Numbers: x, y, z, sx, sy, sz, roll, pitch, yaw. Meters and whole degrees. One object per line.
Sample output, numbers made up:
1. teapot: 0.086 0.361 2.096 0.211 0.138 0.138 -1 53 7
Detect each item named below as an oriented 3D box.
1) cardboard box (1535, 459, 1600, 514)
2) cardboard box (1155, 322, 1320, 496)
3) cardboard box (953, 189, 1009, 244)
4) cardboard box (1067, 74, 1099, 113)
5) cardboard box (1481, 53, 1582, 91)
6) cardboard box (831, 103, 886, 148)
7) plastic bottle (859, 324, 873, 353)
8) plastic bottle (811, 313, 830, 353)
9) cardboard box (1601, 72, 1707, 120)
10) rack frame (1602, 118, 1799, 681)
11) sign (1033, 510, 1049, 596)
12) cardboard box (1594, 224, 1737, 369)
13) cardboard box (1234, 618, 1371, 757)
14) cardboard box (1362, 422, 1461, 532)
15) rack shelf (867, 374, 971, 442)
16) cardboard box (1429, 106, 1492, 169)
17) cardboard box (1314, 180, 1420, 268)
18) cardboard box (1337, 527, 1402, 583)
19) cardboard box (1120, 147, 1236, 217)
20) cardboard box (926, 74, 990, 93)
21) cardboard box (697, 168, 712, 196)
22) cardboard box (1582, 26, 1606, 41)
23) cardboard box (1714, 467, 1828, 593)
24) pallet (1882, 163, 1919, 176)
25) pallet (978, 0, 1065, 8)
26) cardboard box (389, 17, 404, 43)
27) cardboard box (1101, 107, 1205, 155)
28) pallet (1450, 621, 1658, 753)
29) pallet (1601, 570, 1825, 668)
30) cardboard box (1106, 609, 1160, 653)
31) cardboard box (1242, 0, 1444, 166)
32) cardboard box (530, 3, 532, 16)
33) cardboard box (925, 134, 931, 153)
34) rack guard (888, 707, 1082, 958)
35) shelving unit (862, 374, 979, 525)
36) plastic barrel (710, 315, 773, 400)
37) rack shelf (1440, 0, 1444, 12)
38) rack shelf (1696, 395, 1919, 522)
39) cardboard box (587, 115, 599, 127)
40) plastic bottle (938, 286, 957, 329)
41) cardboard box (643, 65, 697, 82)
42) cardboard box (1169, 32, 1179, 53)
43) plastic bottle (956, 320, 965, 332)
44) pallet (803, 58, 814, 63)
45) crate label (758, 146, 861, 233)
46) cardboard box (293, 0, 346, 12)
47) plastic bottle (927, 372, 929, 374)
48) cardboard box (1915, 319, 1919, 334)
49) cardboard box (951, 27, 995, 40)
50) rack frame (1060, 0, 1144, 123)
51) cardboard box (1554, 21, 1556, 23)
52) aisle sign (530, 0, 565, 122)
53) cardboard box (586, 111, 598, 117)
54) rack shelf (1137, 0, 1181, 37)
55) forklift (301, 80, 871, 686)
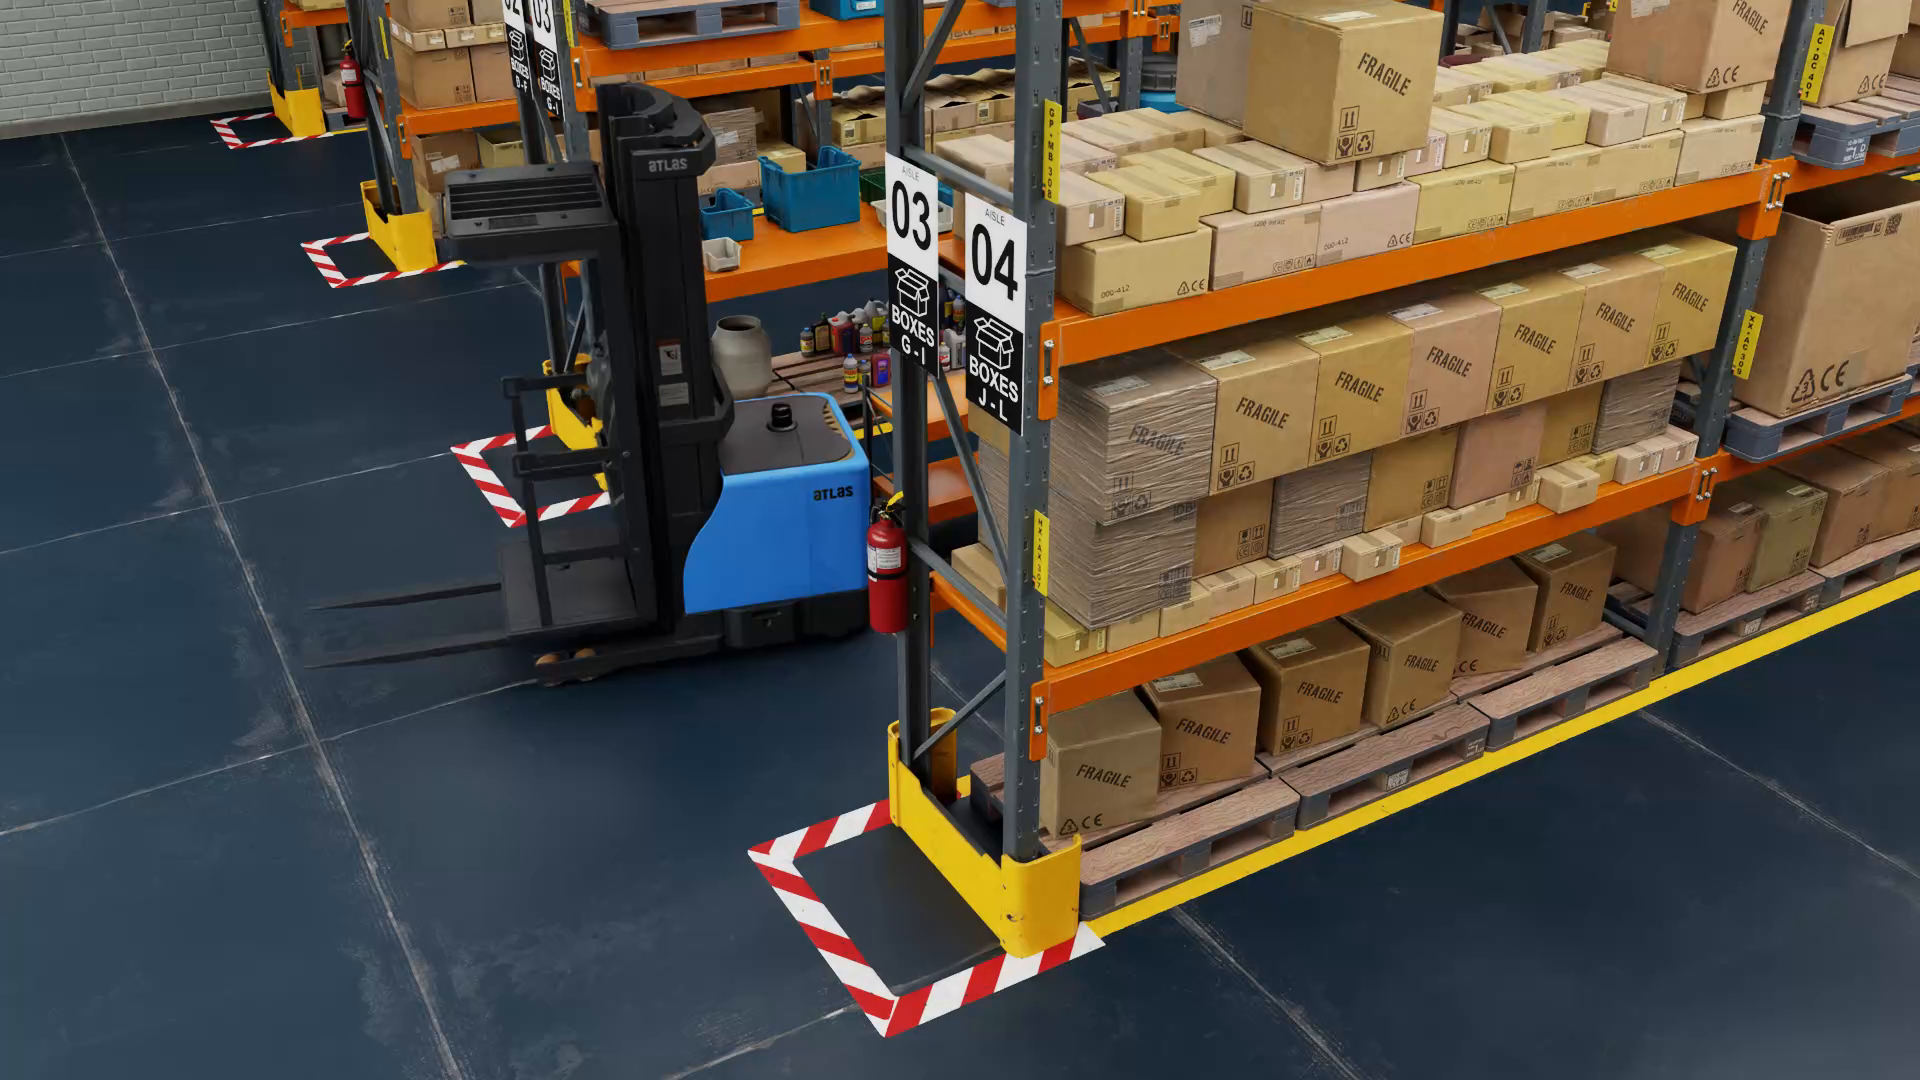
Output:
1. cardboard box: 2.810 -0.291 7.933 0.250 0.149 0.380 -16 33 -26
2. cardboard box: 1.070 -0.551 6.697 0.500 0.500 0.500 -16 33 -26
3. cardboard box: 0.310 -1.270 6.497 0.500 0.250 0.500 -15 32 -25
4. cardboard box: 1.133 -4.749 17.582 0.500 0.311 0.500 -16 33 -27
5. cardboard box: 2.595 -2.097 7.584 0.250 0.149 0.380 -16 33 -26
6. cardboard box: -1.061 -4.128 16.456 0.500 0.311 0.500 -16 33 -26
7. plastic bottle: -0.695 -1.498 12.301 0.097 0.201 0.097 0 29 0
8. plastic bottle: -1.033 -1.533 12.280 0.133 0.283 0.061 -15 32 -25
9. cardboard box: 3.061 -1.972 7.357 0.250 0.149 0.380 -15 32 -26
10. rack frame: 3.472 -0.777 8.554 0.127 3.000 1.000 -16 33 -26
11. sign: 0.298 0.049 6.161 0.005 0.325 0.100 -16 33 -26
12. cardboard box: 3.223 -1.164 7.809 0.500 0.500 0.500 -16 33 -26
13. cardboard box: 1.617 0.660 8.101 0.500 0.500 0.500 -13 31 -22
14. cardboard box: 1.771 -0.490 7.622 0.500 0.500 0.875 -16 33 -26
15. rack shelf: 0.006 -0.750 9.840 1.000 0.278 0.538 -16 33 -26
16. cardboard box: 1.927 -1.646 6.766 0.250 0.149 0.380 -17 33 -28
17. cardboard box: 1.440 -1.305 6.560 0.500 0.250 0.500 -16 33 -27
18. cardboard box: 1.732 0.015 7.379 0.250 0.149 0.380 -16 33 -26
19. cardboard box: 0.805 -1.328 6.190 0.250 0.149 0.380 -16 33 -27
20. cardboard box: -0.028 -4.722 17.532 0.500 0.311 0.500 -16 33 -27
21. cardboard box: -2.693 -3.434 15.779 0.500 0.250 0.500 -16 33 -26
22. cardboard box: 8.064 -6.497 21.396 0.250 0.166 0.380 -16 33 -26
23. cardboard box: 4.433 -0.126 9.505 0.500 0.500 0.700 -16 33 -27
24. pallet: 9.527 -4.075 17.415 1.213 0.211 1.003 -16 33 -26
25. pallet: 0.390 -3.854 11.220 1.003 0.211 1.213 -16 33 -26
26. cardboard box: -4.760 -4.427 14.392 0.250 0.149 0.380 -16 33 -27
27. cardboard box: 0.773 -1.617 6.714 0.250 0.149 0.380 -16 33 -26
28. pallet: 2.911 0.623 8.903 1.213 0.211 1.003 -16 33 -26
29. pallet: 4.142 0.252 9.574 1.213 0.211 1.003 -16 33 -26
30. cardboard box: 0.615 0.288 6.883 0.250 0.149 0.380 -16 33 -26
31. cardboard box: 1.440 -1.755 6.293 0.500 0.500 0.500 -16 33 -27
32. cardboard box: -3.653 -4.914 14.604 0.500 0.500 0.700 -16 33 -26
33. cardboard box: -0.629 -4.005 16.814 0.500 0.250 0.500 -15 32 -25
34. rack guard: 0.089 1.278 7.418 0.348 0.500 1.175 -16 33 -26
35. shelving unit: 0.006 -0.494 9.981 1.048 1.125 0.538 -16 33 -26
36. plastic barrel: -1.525 -1.272 11.590 0.421 0.512 0.421 0 29 0
37. rack shelf: 7.078 -7.038 20.643 4.000 0.370 1.077 -16 33 -26
38. rack shelf: 5.196 -0.952 9.615 4.000 0.370 1.077 -16 33 -26
39. cardboard box: -3.123 -3.639 15.374 0.500 0.500 0.500 -16 33 -26
40. plastic bottle: -0.106 -1.803 12.698 0.185 0.351 0.144 -17 33 -28
41. cardboard box: -2.809 -4.585 15.349 0.500 0.500 0.700 -15 32 -26
42. cardboard box: 2.639 -5.653 18.744 0.500 0.250 0.500 -15 32 -24
43. plastic bottle: 0.035 -1.477 12.177 0.133 0.283 0.061 -16 33 -26
44. pallet: -2.333 -6.239 21.336 1.213 0.211 1.003 -16 33 -26
45. crate label: -1.036 -2.440 11.531 0.616 0.435 0.502 -16 33 -26
46. cardboard box: -6.924 -5.919 18.005 0.500 0.250 0.500 -17 33 -28
47. plastic bottle: -0.209 -1.332 11.927 0.097 0.271 0.097 0 29 0
48. cardboard box: 4.920 -1.469 9.266 0.637 0.503 0.797 -12 31 -21
49. cardboard box: 0.013 -5.382 16.794 0.500 0.500 0.500 -16 33 -26
50. rack frame: 0.962 -2.841 12.293 0.127 3.000 1.000 -16 33 -26
51. cardboard box: 7.328 -6.572 21.444 0.500 0.250 0.500 -16 33 -26
52. aisle sign: -2.400 -2.860 9.637 0.004 0.787 0.394 -16 33 -26
53. cardboard box: -3.394 -3.862 15.779 0.500 0.500 0.500 -16 33 -26
54. rack shelf: 2.687 -4.329 12.629 4.000 0.370 1.077 -16 33 -26
55. forklift: -2.044 -0.790 8.648 3.031 2.935 1.130 -8 30 -14
